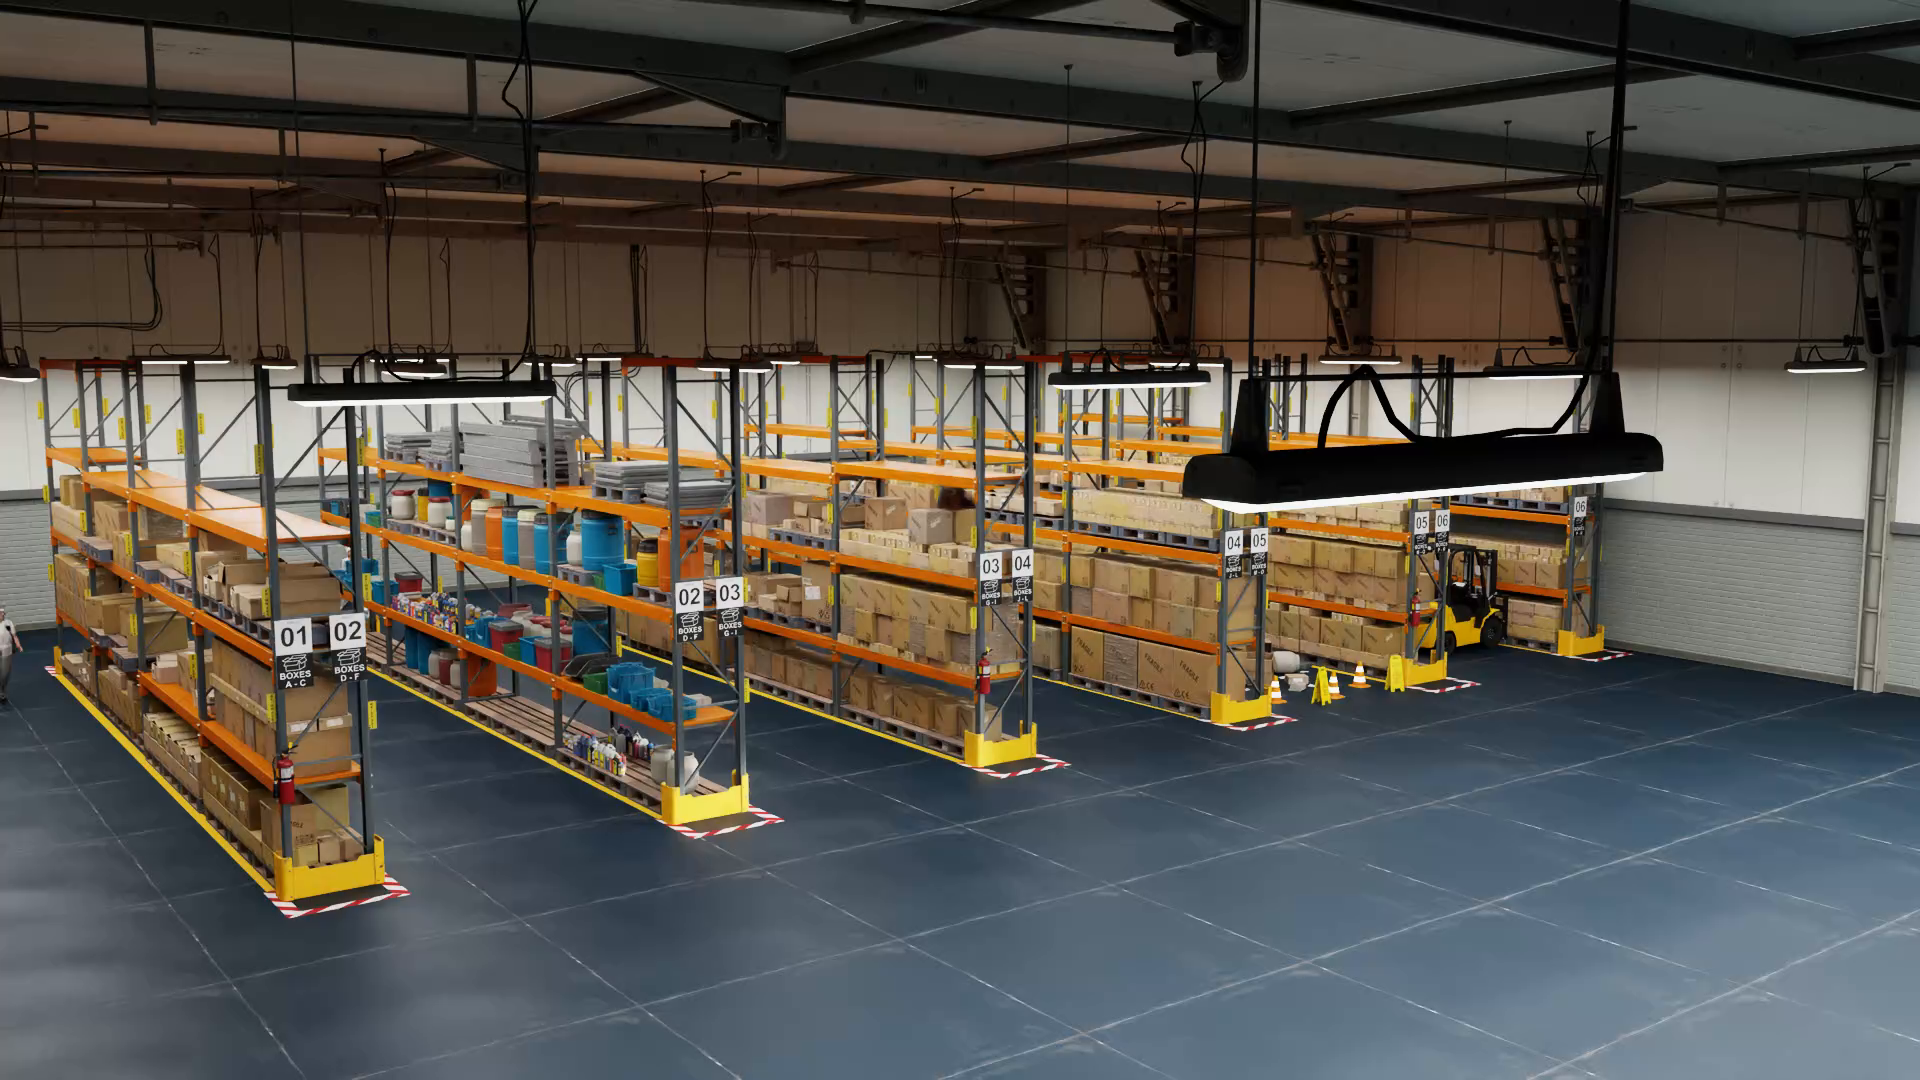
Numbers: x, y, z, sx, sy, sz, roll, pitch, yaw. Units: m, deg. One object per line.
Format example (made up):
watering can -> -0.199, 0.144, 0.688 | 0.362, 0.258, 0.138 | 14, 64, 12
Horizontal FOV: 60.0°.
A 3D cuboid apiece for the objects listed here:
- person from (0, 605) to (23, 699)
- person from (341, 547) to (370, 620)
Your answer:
person -> -16.830, 1.939, 29.089 | 0.707, 1.639, 0.789 | -5, 8, -35
person -> -13.609, 0.957, 37.260 | 0.922, 1.688, 0.564 | 4, 8, 30
